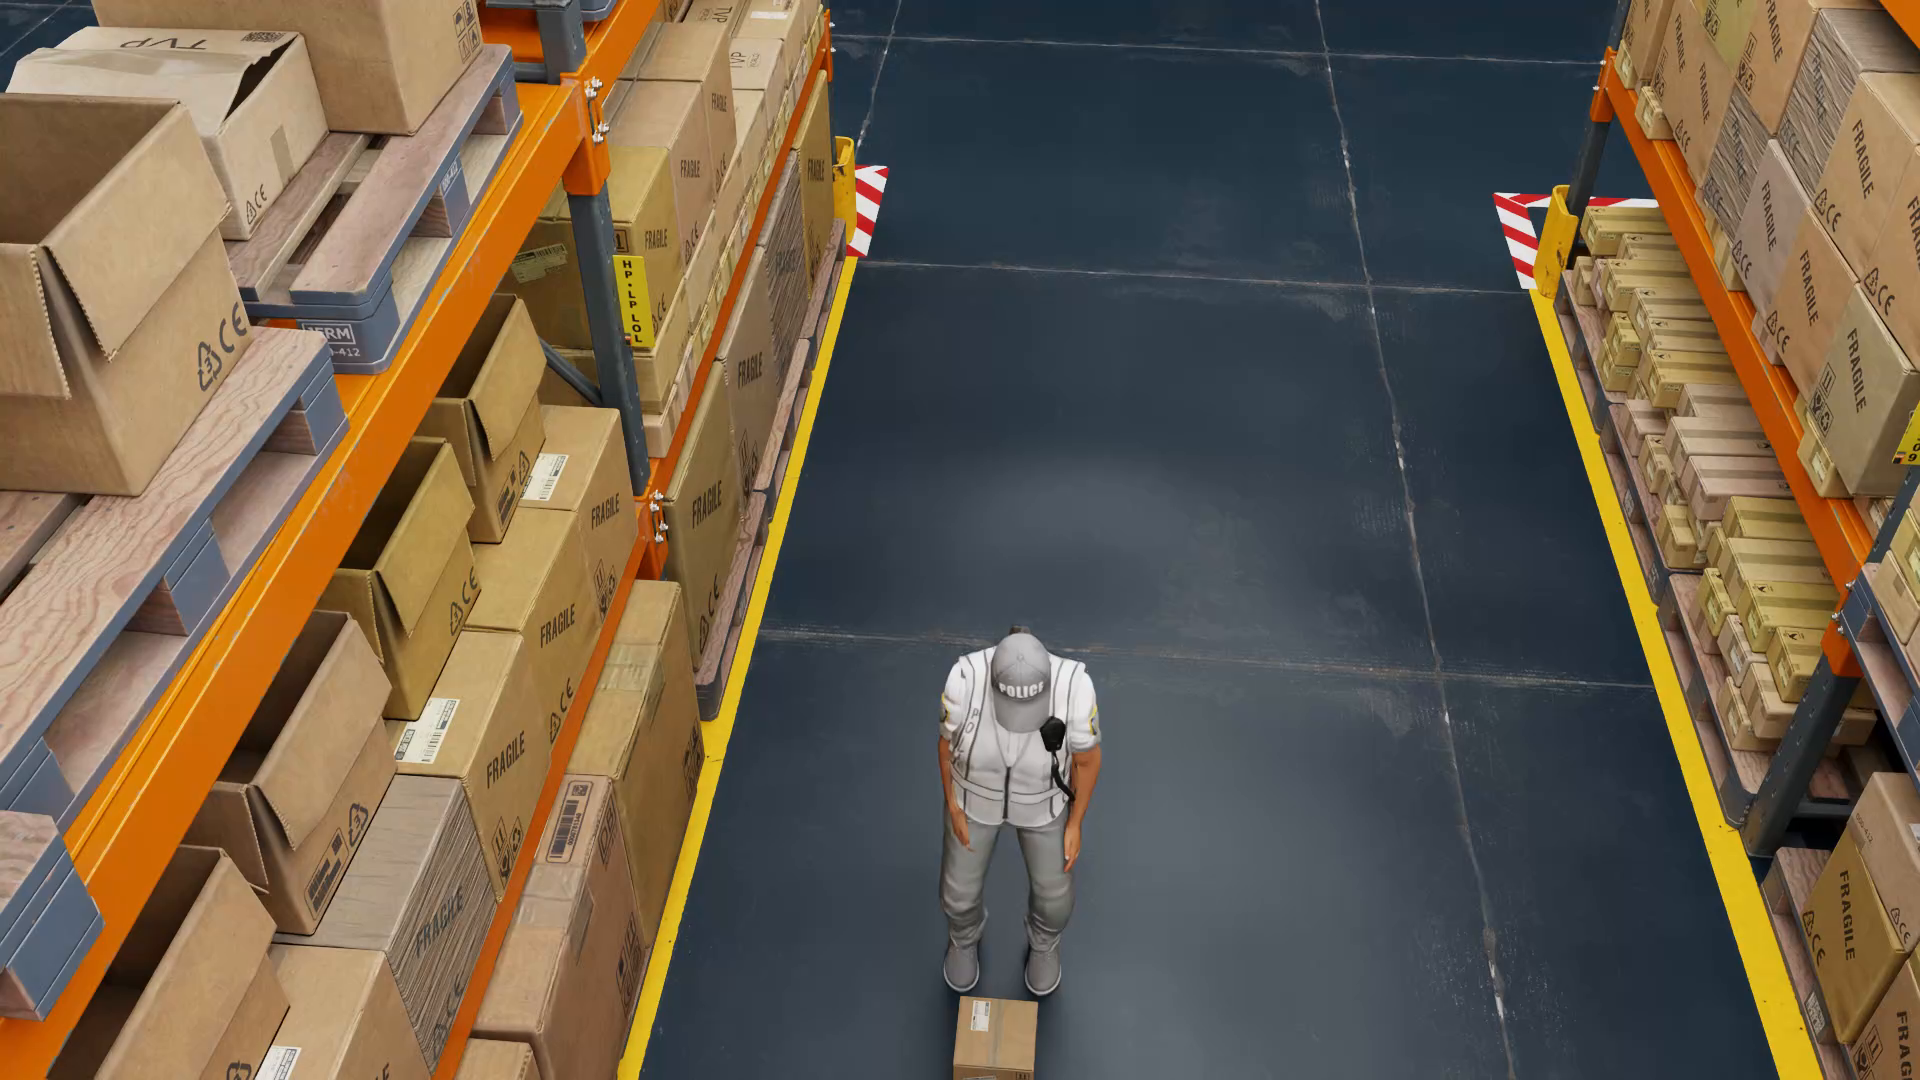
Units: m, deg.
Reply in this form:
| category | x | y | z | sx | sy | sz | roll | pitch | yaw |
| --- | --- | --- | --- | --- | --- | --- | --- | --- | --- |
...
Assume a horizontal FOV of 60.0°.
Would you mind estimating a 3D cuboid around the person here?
| category | x | y | z | sx | sy | sz | roll | pitch | yaw |
| --- | --- | --- | --- | --- | --- | --- | --- | --- | --- |
| person | 0.180 | 0.836 | 5.223 | 0.500 | 1.611 | 0.496 | 4 | 40 | 5 |
